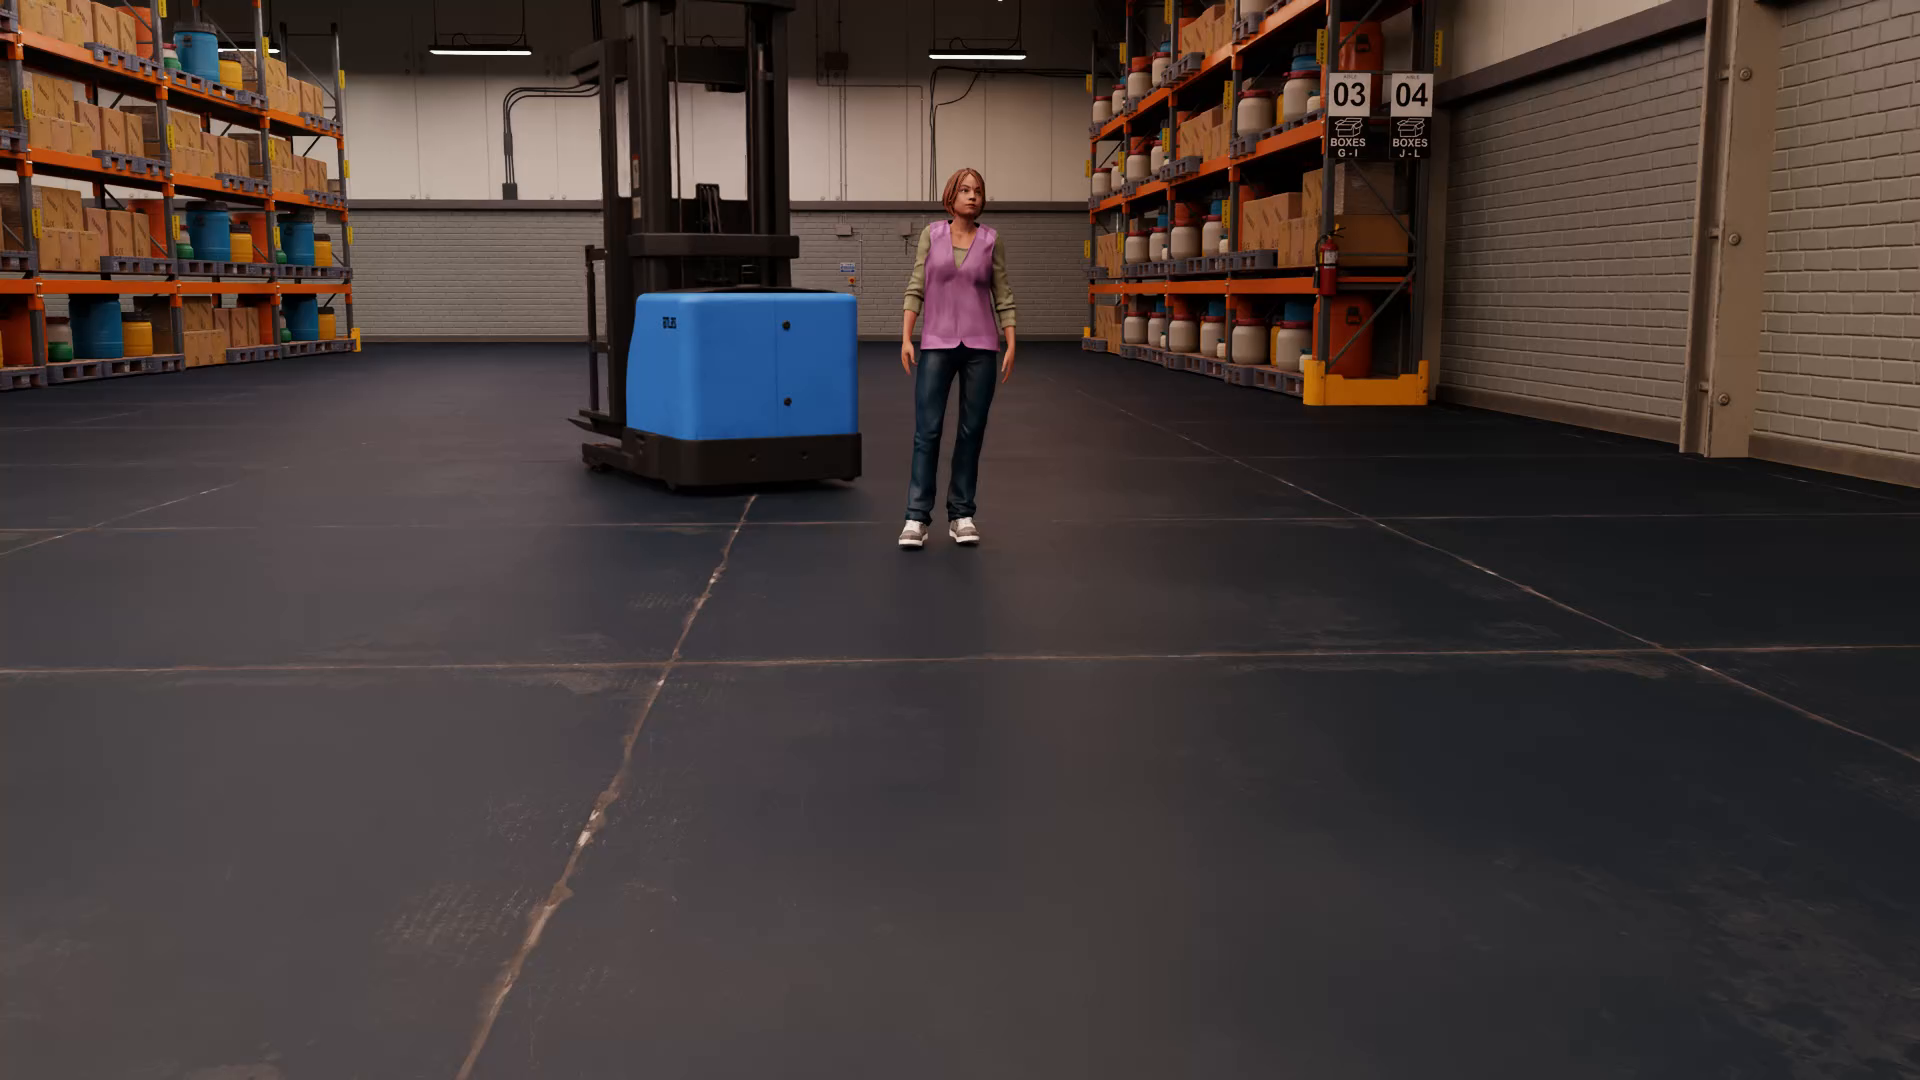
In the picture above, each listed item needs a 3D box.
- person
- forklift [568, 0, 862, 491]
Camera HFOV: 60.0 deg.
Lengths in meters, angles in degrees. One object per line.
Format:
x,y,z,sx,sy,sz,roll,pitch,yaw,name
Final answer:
-0.010,-0.787,7.117,0.520,1.599,0.473,-1,8,-4,person
-1.679,-1.888,10.046,1.130,2.935,3.031,-4,10,-28,forklift
